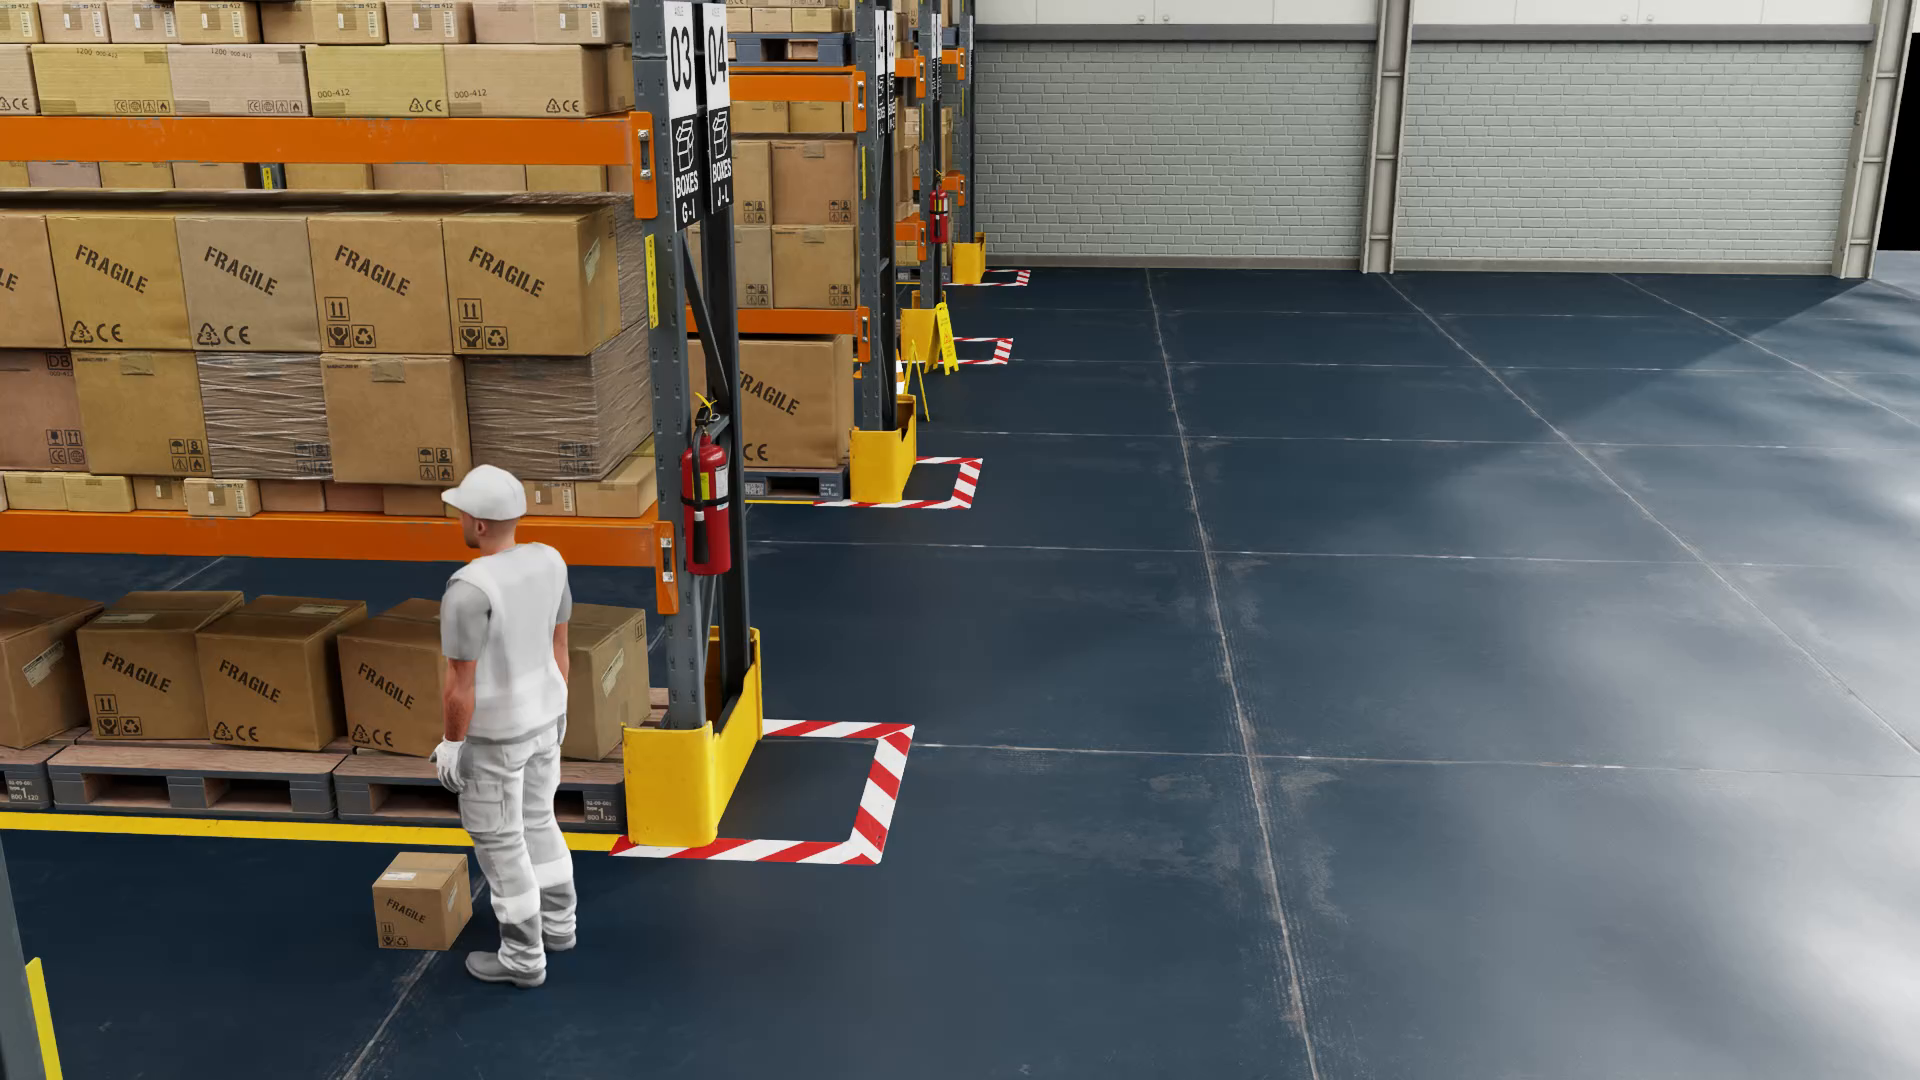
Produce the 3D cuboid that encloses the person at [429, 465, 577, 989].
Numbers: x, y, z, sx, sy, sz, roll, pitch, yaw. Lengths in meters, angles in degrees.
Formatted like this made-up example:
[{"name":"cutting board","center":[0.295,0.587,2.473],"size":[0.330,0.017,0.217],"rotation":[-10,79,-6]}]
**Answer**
[{"name":"person","center":[-1.529,0.616,5.530],"size":[0.387,1.788,0.529],"rotation":[9,19,26]}]
